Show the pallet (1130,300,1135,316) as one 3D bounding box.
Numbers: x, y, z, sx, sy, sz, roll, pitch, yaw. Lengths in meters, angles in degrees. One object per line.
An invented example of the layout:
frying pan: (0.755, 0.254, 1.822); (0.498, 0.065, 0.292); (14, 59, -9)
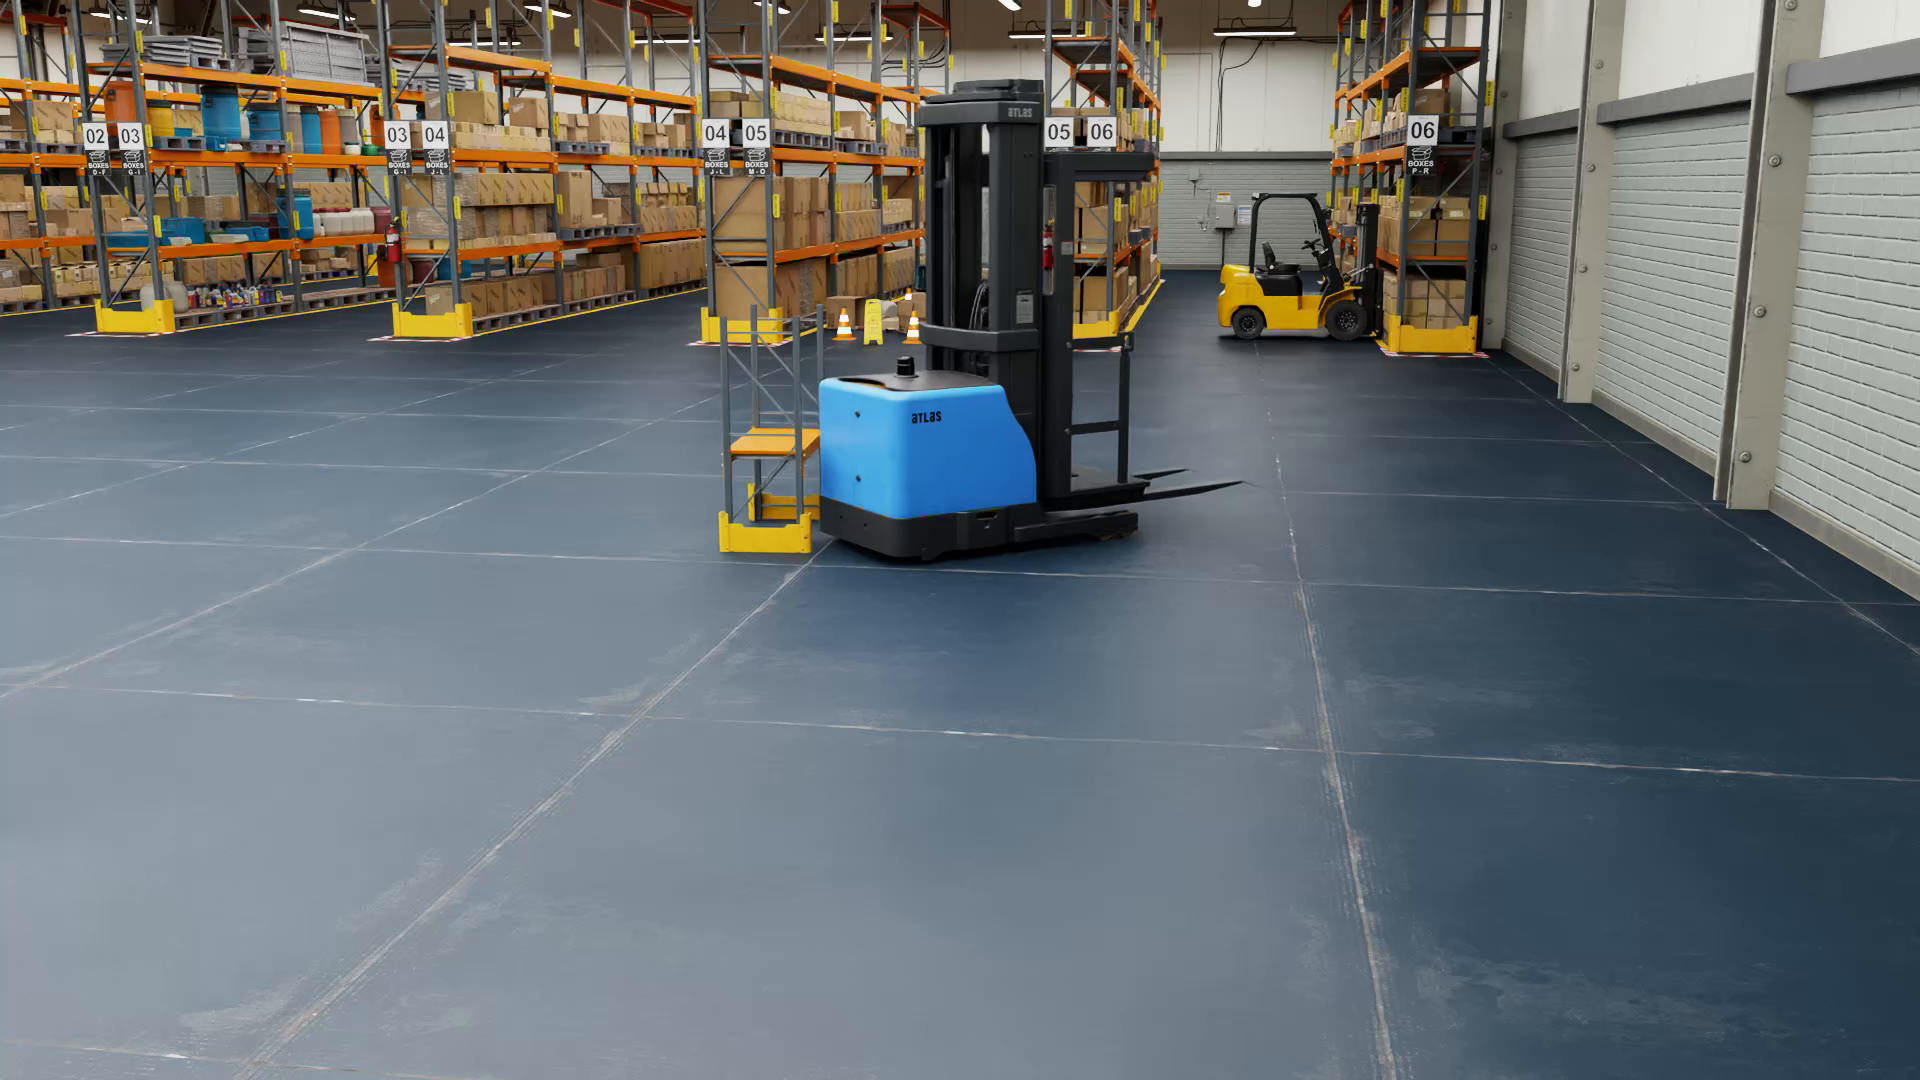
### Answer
pallet: (2.608, -4.157, 29.784); (1.003, 0.211, 1.213); (2, 12, 9)

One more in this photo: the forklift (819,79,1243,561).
forklift: (0.585, -1.517, 11.076); (3.031, 2.935, 1.130); (-8, 15, -33)

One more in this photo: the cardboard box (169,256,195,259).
cardboard box: (-16.744, -6.153, 35.534); (0.500, 0.250, 0.500); (2, 12, 11)

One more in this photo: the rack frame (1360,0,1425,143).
rack frame: (7.825, -8.709, 30.045); (1.000, 3.000, 0.127); (2, 12, 9)

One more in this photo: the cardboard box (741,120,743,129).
cardboard box: (-3.423, -6.194, 24.858); (0.380, 0.149, 0.250); (2, 12, 9)

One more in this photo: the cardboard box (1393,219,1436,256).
cardboard box: (6.410, -4.271, 23.454); (0.500, 0.500, 0.500); (2, 12, 7)

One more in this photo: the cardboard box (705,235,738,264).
cardboard box: (-5.802, -6.764, 39.307); (0.875, 0.875, 0.875); (2, 12, 9)

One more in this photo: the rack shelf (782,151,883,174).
rack shelf: (-2.295, -6.774, 29.894); (1.077, 0.370, 4.000); (2, 12, 9)

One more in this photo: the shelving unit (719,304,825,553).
shelving unit: (-1.212, -0.767, 10.991); (0.587, 1.500, 1.083); (1, 12, 4)

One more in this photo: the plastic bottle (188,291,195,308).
plastic bottle: (-13.082, -4.084, 28.247); (0.152, 0.276, 0.135); (2, 12, 9)

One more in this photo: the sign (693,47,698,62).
sign: (-5.720, -10.503, 35.964); (0.100, 0.325, 0.005); (2, 12, 9)

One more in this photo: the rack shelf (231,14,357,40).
rack shelf: (-15.738, -12.034, 39.292); (1.077, 0.370, 4.000); (2, 12, 9)

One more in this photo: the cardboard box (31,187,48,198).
cardboard box: (-20.926, -7.825, 37.410); (0.500, 0.250, 0.500); (2, 12, 10)

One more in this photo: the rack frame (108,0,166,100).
rack frame: (-16.661, -9.512, 33.770); (1.000, 3.000, 0.127); (2, 12, 9)

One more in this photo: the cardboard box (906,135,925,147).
cardboard box: (-1.061, -8.638, 36.006); (0.500, 0.250, 0.500); (2, 12, 11)

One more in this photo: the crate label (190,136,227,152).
crate label: (-12.383, -6.525, 27.385); (0.502, 0.251, 0.408); (2, 12, 9)

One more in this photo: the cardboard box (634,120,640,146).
cardboard box: (-6.850, -8.109, 33.138); (0.797, 0.503, 0.637); (3, 12, 12)

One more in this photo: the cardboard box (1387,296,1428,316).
cardboard box: (6.360, -3.328, 23.659); (0.500, 0.250, 0.500); (2, 12, 8)

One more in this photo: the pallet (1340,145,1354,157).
pallet: (8.114, -7.634, 32.623); (1.213, 0.211, 1.003); (2, 12, 9)

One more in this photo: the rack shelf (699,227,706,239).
rack shelf: (-5.950, -7.155, 38.781); (1.077, 0.370, 4.000); (2, 12, 9)

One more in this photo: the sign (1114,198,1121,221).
sign: (2.225, -4.677, 23.520); (0.100, 0.325, 0.005); (2, 12, 9)

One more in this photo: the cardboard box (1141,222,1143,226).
cardboard box: (3.243, -5.957, 31.870); (0.500, 0.250, 0.500); (2, 12, 8)

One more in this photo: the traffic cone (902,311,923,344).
traffic cone: (-0.669, -3.128, 24.407); (0.336, 0.463, 0.334); (2, 12, 9)

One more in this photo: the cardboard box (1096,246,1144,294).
cardboard box: (3.108, -5.244, 32.254); (0.875, 0.875, 0.875); (2, 12, 8)

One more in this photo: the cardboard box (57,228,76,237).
cardboard box: (-16.938, -5.802, 31.390); (0.380, 0.149, 0.250); (2, 12, 9)

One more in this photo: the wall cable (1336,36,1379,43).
wall cable: (11.188, -14.227, 42.446); (2.988, 3.039, 0.133); (2, 12, 9)

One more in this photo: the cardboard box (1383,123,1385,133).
cardboard box: (6.840, -6.458, 26.081); (0.380, 0.149, 0.250); (2, 12, 10)

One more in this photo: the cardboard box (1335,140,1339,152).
cardboard box: (8.568, -8.684, 36.699); (0.500, 0.250, 0.500); (2, 12, 7)

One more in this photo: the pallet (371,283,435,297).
pallet: (-11.687, -5.220, 34.716); (1.003, 0.211, 1.213); (2, 12, 9)

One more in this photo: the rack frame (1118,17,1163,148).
rack frame: (4.150, -10.534, 38.515); (1.000, 3.000, 0.127); (2, 12, 9)

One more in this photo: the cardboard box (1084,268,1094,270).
cardboard box: (1.876, -4.106, 26.674); (0.500, 0.500, 0.500); (2, 12, 11)

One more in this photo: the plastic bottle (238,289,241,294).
plastic bottle: (-12.410, -4.192, 28.727); (0.061, 0.283, 0.133); (2, 12, 9)

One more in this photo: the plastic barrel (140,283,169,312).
plastic barrel: (-12.971, -3.881, 26.792); (0.421, 0.512, 0.421); (0, 12, 0)

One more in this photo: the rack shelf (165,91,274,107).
rack shelf: (-16.353, -9.381, 35.820); (1.077, 0.370, 4.000); (2, 12, 9)

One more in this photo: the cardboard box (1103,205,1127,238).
cardboard box: (2.334, -4.982, 26.047); (0.500, 0.500, 0.500); (2, 12, 10)

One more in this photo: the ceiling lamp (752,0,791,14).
ceiling lamp: (-3.663, -12.613, 34.306); (0.800, 3.185, 2.000); (2, 12, 9)

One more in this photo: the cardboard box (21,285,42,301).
cardboard box: (-17.131, -4.504, 30.303); (0.500, 0.250, 0.500); (2, 12, 9)

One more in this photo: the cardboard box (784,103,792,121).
cardboard box: (-2.813, -6.401, 24.871); (0.500, 0.250, 0.500); (2, 12, 8)

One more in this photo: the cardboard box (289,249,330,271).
cardboard box: (-15.762, -6.798, 40.298); (0.797, 0.503, 0.637); (2, 12, 9)

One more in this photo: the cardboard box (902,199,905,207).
cardboard box: (-1.363, -7.028, 34.670); (0.380, 0.149, 0.250); (2, 12, 8)

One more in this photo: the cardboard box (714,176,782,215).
cardboard box: (-3.122, -5.088, 24.562); (0.875, 0.550, 0.550); (2, 12, 9)

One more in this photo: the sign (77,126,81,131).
sign: (-20.403, -9.429, 38.532); (0.100, 0.325, 0.005); (2, 12, 9)

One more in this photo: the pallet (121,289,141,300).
pallet: (-16.826, -5.046, 33.907); (1.003, 0.211, 1.213); (2, 12, 9)

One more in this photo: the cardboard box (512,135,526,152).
cardboard box: (-7.464, -6.500, 27.270); (0.500, 0.250, 0.500); (2, 12, 8)

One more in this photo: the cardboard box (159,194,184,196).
cardboard box: (-20.394, -8.445, 42.345); (0.980, 0.700, 0.700); (2, 12, 11)

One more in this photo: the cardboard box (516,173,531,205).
cardboard box: (-7.439, -5.797, 27.457); (0.500, 0.500, 0.500); (2, 12, 9)

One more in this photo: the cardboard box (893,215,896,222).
cardboard box: (-1.517, -6.521, 33.731); (0.380, 0.149, 0.250); (2, 12, 9)

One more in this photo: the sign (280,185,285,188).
sign: (-15.497, -7.961, 38.064); (0.100, 0.325, 0.005); (2, 12, 9)

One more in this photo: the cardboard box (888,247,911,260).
cardboard box: (-1.329, -5.989, 34.818); (0.500, 0.250, 0.500); (2, 12, 11)

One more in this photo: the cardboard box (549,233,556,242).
cardboard box: (-7.231, -5.248, 28.820); (0.380, 0.149, 0.250); (2, 12, 9)

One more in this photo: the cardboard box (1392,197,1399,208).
cardboard box: (6.504, -4.919, 24.214); (0.380, 0.149, 0.250); (2, 12, 10)
